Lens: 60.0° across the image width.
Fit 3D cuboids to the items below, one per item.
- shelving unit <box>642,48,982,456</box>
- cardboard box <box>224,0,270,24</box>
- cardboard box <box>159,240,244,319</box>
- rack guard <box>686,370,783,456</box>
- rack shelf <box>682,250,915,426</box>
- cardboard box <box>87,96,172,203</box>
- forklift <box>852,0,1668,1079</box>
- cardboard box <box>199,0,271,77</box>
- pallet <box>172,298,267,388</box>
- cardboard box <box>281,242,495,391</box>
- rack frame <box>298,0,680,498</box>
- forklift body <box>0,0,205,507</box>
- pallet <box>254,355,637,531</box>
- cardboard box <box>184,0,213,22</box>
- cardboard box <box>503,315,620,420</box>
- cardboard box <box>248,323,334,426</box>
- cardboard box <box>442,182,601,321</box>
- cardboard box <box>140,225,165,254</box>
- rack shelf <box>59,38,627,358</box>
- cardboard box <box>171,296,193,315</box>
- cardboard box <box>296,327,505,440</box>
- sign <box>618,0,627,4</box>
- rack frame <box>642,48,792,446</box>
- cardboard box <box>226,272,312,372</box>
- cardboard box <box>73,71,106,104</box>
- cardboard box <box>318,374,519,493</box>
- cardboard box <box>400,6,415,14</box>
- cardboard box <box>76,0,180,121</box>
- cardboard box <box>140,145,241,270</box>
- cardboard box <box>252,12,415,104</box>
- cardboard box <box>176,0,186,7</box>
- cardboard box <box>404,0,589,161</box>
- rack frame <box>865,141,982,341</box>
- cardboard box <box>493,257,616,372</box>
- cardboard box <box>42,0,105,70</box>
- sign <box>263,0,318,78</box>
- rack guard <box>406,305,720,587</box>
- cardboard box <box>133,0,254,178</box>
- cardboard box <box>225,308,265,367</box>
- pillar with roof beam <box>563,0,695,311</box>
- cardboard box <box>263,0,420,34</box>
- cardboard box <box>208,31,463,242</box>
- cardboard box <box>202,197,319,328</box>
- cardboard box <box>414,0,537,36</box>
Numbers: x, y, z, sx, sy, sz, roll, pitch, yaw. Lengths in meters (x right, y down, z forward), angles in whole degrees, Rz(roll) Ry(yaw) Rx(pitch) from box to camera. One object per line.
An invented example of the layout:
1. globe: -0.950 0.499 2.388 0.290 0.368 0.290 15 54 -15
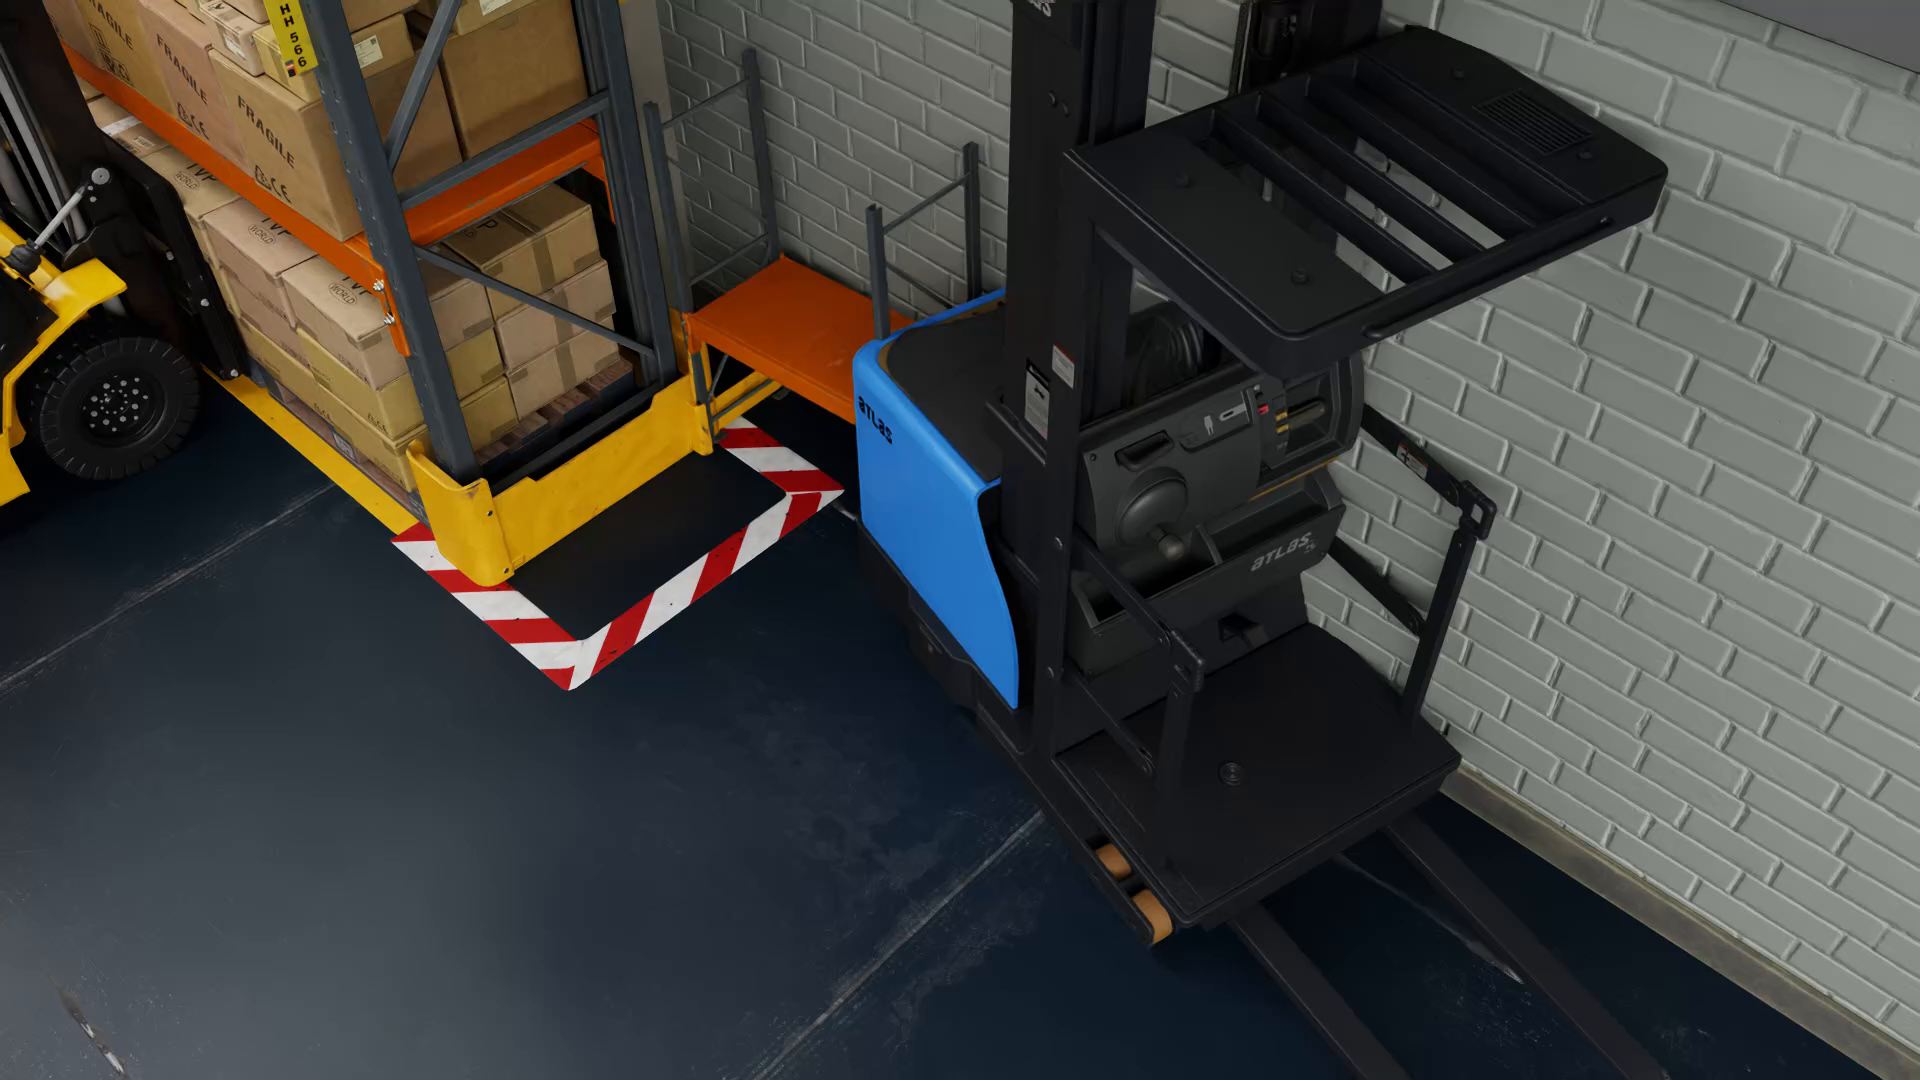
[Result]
1. shelving unit: -0.486 -0.823 5.952 1.083 1.500 0.587 30 53 29
2. cardboard box: -2.084 -1.773 5.139 0.250 0.149 0.380 34 55 28
3. cardboard box: -2.800 -1.190 6.565 0.500 0.250 0.500 33 55 27
4. rack guard: -0.846 -0.592 6.628 0.087 0.250 0.587 30 53 29
5. rack shelf: -0.474 -0.690 6.073 1.000 0.185 0.538 30 53 29
6. cardboard box: -3.150 -1.599 6.606 0.500 0.250 0.500 33 55 27
7. forklift: 0.845 -0.167 4.397 1.130 2.935 3.031 -25 52 -21
8. cardboard box: -2.128 -1.633 5.212 0.250 0.149 0.380 35 56 28
9. pallet: -2.958 -1.250 7.278 1.213 0.211 1.003 34 55 28
10. cardboard box: -2.026 -0.851 5.903 0.500 0.250 0.500 36 56 29
11. rack frame: -1.476 -1.245 5.362 0.127 3.000 1.000 34 55 28
12. forklift body: -4.106 -0.915 5.634 1.214 2.155 2.313 34 55 28
13. pallet: -2.066 -0.646 6.712 1.213 0.211 1.003 34 55 28
14. cardboard box: -2.278 -1.794 5.364 0.250 0.149 0.380 35 56 28
15. cardboard box: -1.704 -0.795 6.537 0.500 0.250 0.500 34 56 28
16. cardboard box: -2.394 -0.762 6.506 0.500 0.250 0.500 34 55 28
17. cardboard box: -1.700 -1.129 6.165 0.500 0.250 0.500 33 55 27
18. cardboard box: -3.165 -1.439 6.799 0.500 0.250 0.500 34 55 28
19. rack shelf: -2.945 -1.988 6.552 4.000 0.370 1.077 34 55 28
20. cardboard box: -3.153 -1.259 6.972 0.500 0.250 0.500 36 56 29
21. cardboard box: -2.045 -0.692 6.097 0.500 0.250 0.500 33 55 27
22. sign: -1.095 -1.863 5.294 0.005 0.325 0.100 34 55 28
23. rack frame: -0.865 -1.041 6.194 0.032 1.500 0.500 30 53 29
24. cardboard box: -2.407 -0.946 6.336 0.500 0.250 0.500 33 55 27
25. cardboard box: -3.530 -1.862 6.853 0.500 0.250 0.500 36 56 29
26. cardboard box: -2.035 -0.511 6.270 0.500 0.250 0.500 34 56 28
27. cardboard box: -1.774 -1.896 5.459 0.250 0.149 0.380 34 55 28
28. cardboard box: -2.767 -1.897 5.905 0.500 0.500 0.500 33 55 27
29. cardboard box: -2.782 -1.344 6.367 0.500 0.250 0.500 35 56 28
30. cardboard box: -1.920 -1.523 5.109 0.250 0.149 0.380 35 56 28
31. cardboard box: -2.452 -1.923 5.484 0.250 0.149 0.380 34 55 27
32. cardboard box: -1.651 -1.673 5.695 0.500 0.500 0.500 36 56 29
33. rack frame: -0.094 -0.596 5.702 0.032 1.500 0.500 30 53 29
34. cardboard box: -1.680 -0.963 6.351 0.500 0.250 0.500 35 56 28
35. cardboard box: -3.144 -2.139 6.133 0.500 0.500 0.500 34 56 28
36. sign: -1.854 -1.439 4.587 0.005 0.325 0.100 34 55 28
37. rack guard: -1.458 -0.378 6.262 0.348 0.500 1.175 34 55 28
38. cardboard box: -2.390 -1.644 5.667 0.500 0.500 0.500 36 56 29
39. cardboard box: -2.756 -1.014 6.743 0.500 0.250 0.500 35 56 28
40. pillar with roof beam: -4.296 -1.820 1.786 0.400 9.000 9.100 34 55 28
41. cardboard box: -1.882 -1.667 5.040 0.250 0.149 0.380 34 55 28
42. cardboard box: -2.015 -1.382 5.422 0.500 0.500 0.500 33 55 27
43. cardboard box: -2.405 -1.100 6.137 0.500 0.250 0.500 35 56 28
44. cardboard box: -1.549 -1.808 5.377 0.250 0.149 0.380 33 55 27
